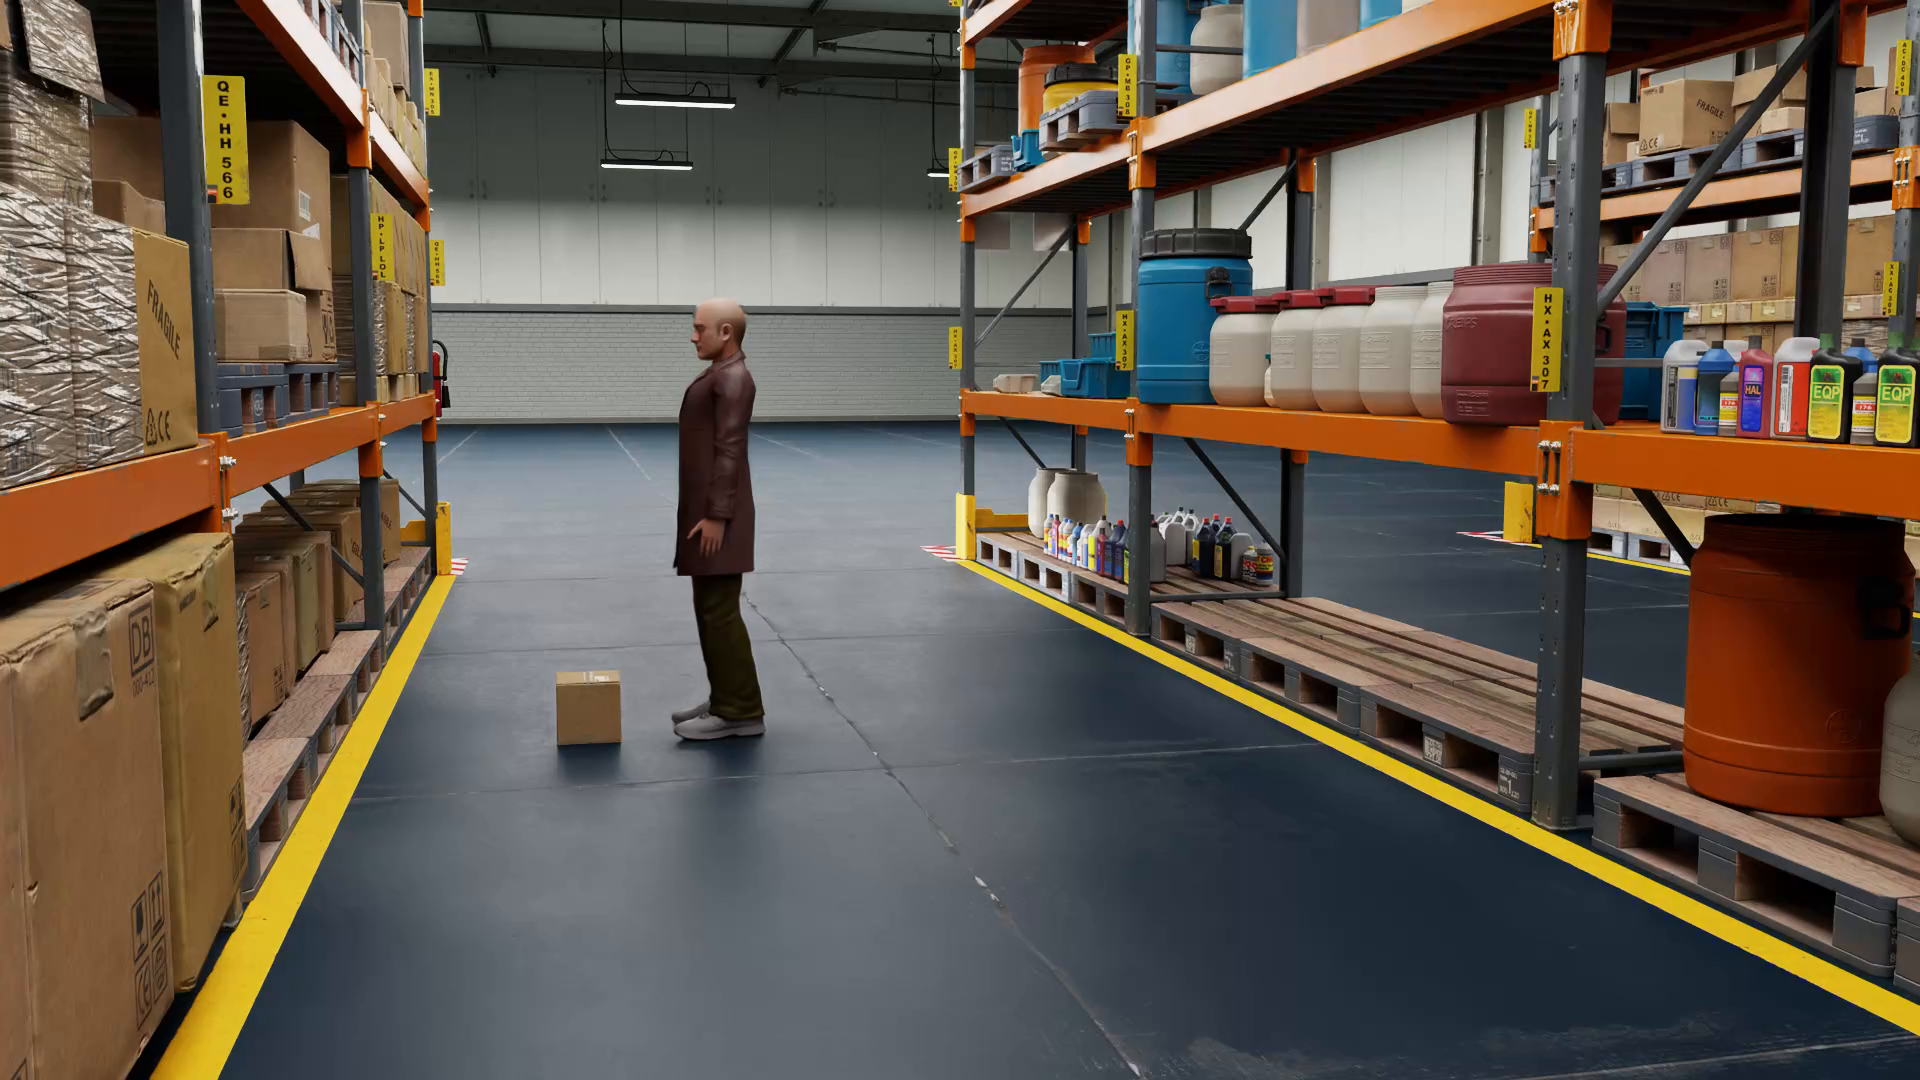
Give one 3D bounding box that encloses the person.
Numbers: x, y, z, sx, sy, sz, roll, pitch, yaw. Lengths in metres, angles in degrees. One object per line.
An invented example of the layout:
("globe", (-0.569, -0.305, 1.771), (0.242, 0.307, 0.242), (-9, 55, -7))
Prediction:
("person", (-0.993, -0.089, 6.763), (0.379, 1.778, 0.563), (-1, 6, -12))
